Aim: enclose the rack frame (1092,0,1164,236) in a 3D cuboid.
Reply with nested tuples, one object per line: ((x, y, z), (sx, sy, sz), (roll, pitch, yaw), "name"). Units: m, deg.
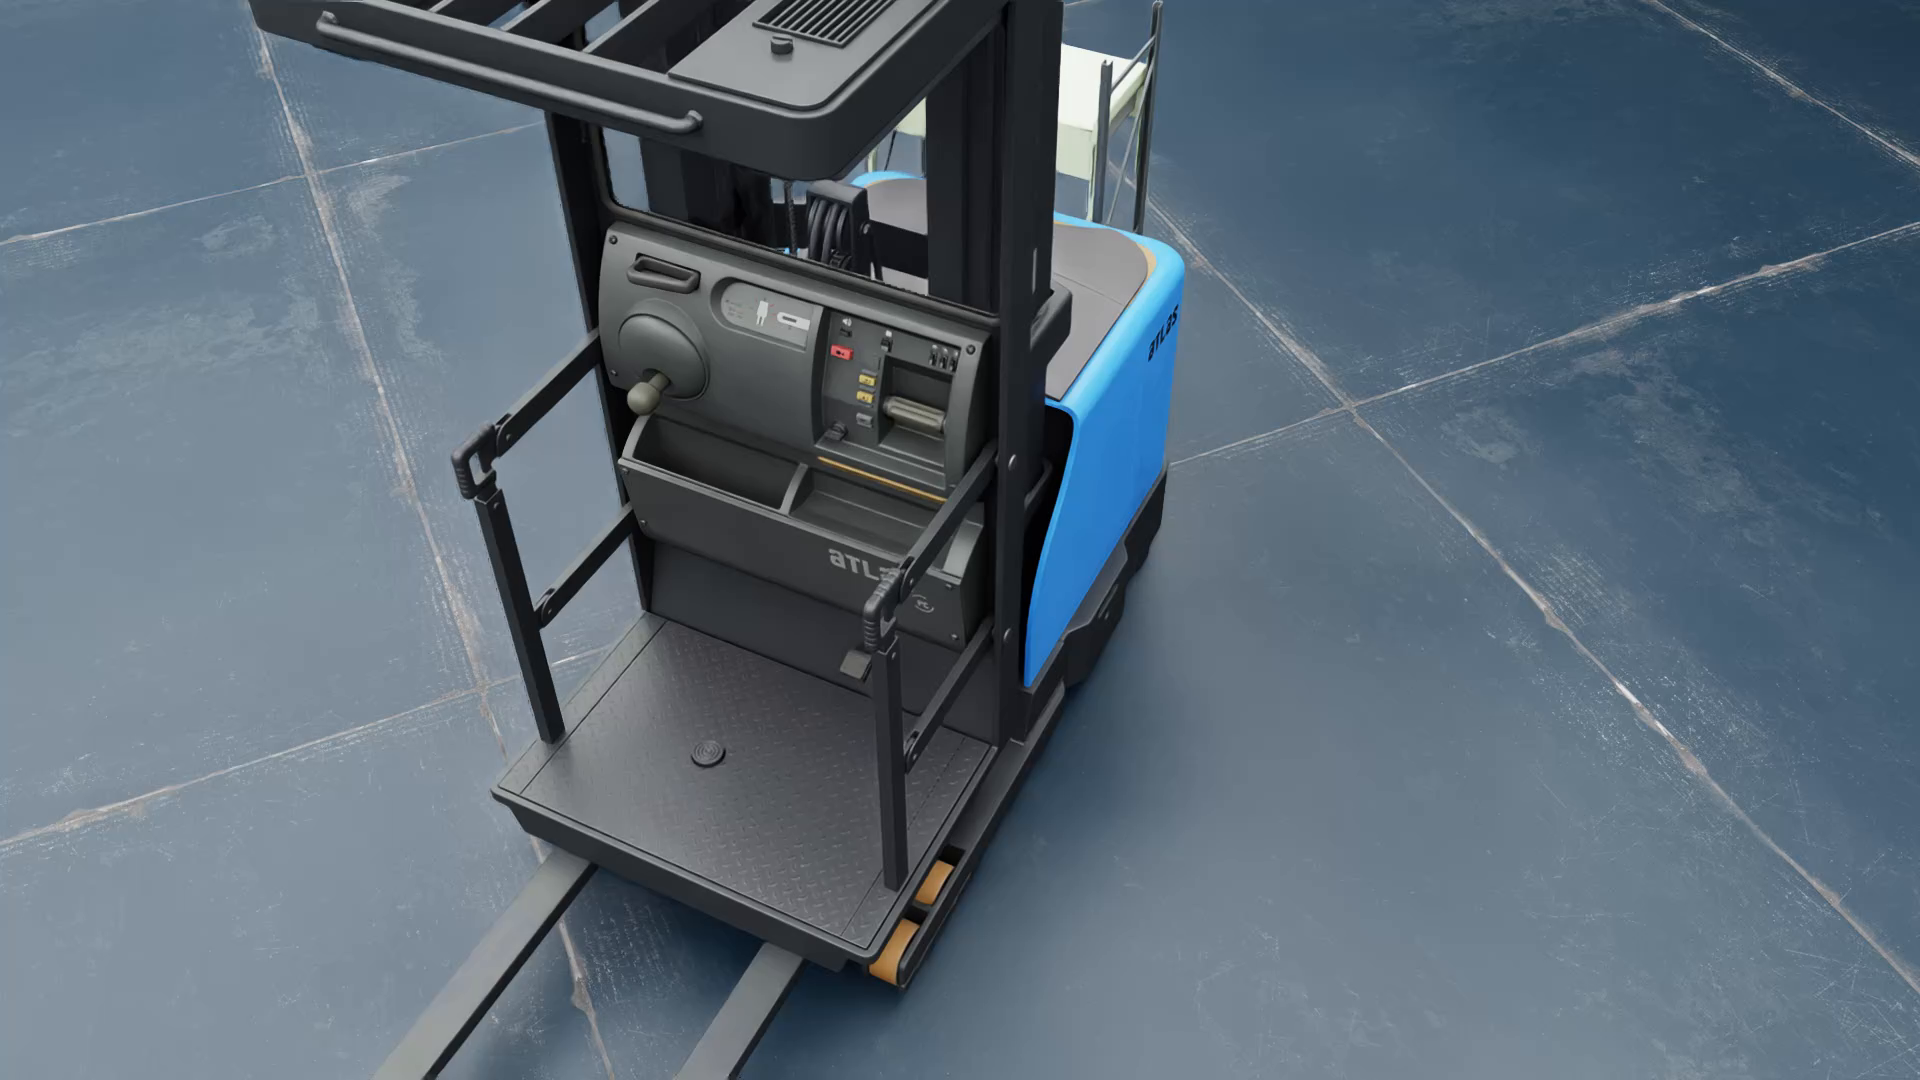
((0.470, -0.845, 5.039), (0.023, 1.500, 0.400), (19, 48, 18), "rack frame")

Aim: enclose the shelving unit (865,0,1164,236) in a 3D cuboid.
((0.142, -0.959, 5.154), (0.755, 1.500, 0.431), (19, 48, 18), "shelving unit")

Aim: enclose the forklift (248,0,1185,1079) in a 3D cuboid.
((-0.476, -0.304, 3.471), (1.130, 2.935, 3.031), (19, 48, 18), "forklift")

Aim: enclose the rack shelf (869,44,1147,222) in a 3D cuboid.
((0.142, -1.237, 4.880), (0.720, 0.370, 0.431), (19, 48, 18), "rack shelf")

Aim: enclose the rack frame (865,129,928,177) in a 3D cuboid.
((-0.186, -1.073, 5.270), (0.023, 1.500, 0.400), (19, 48, 18), "rack frame")
